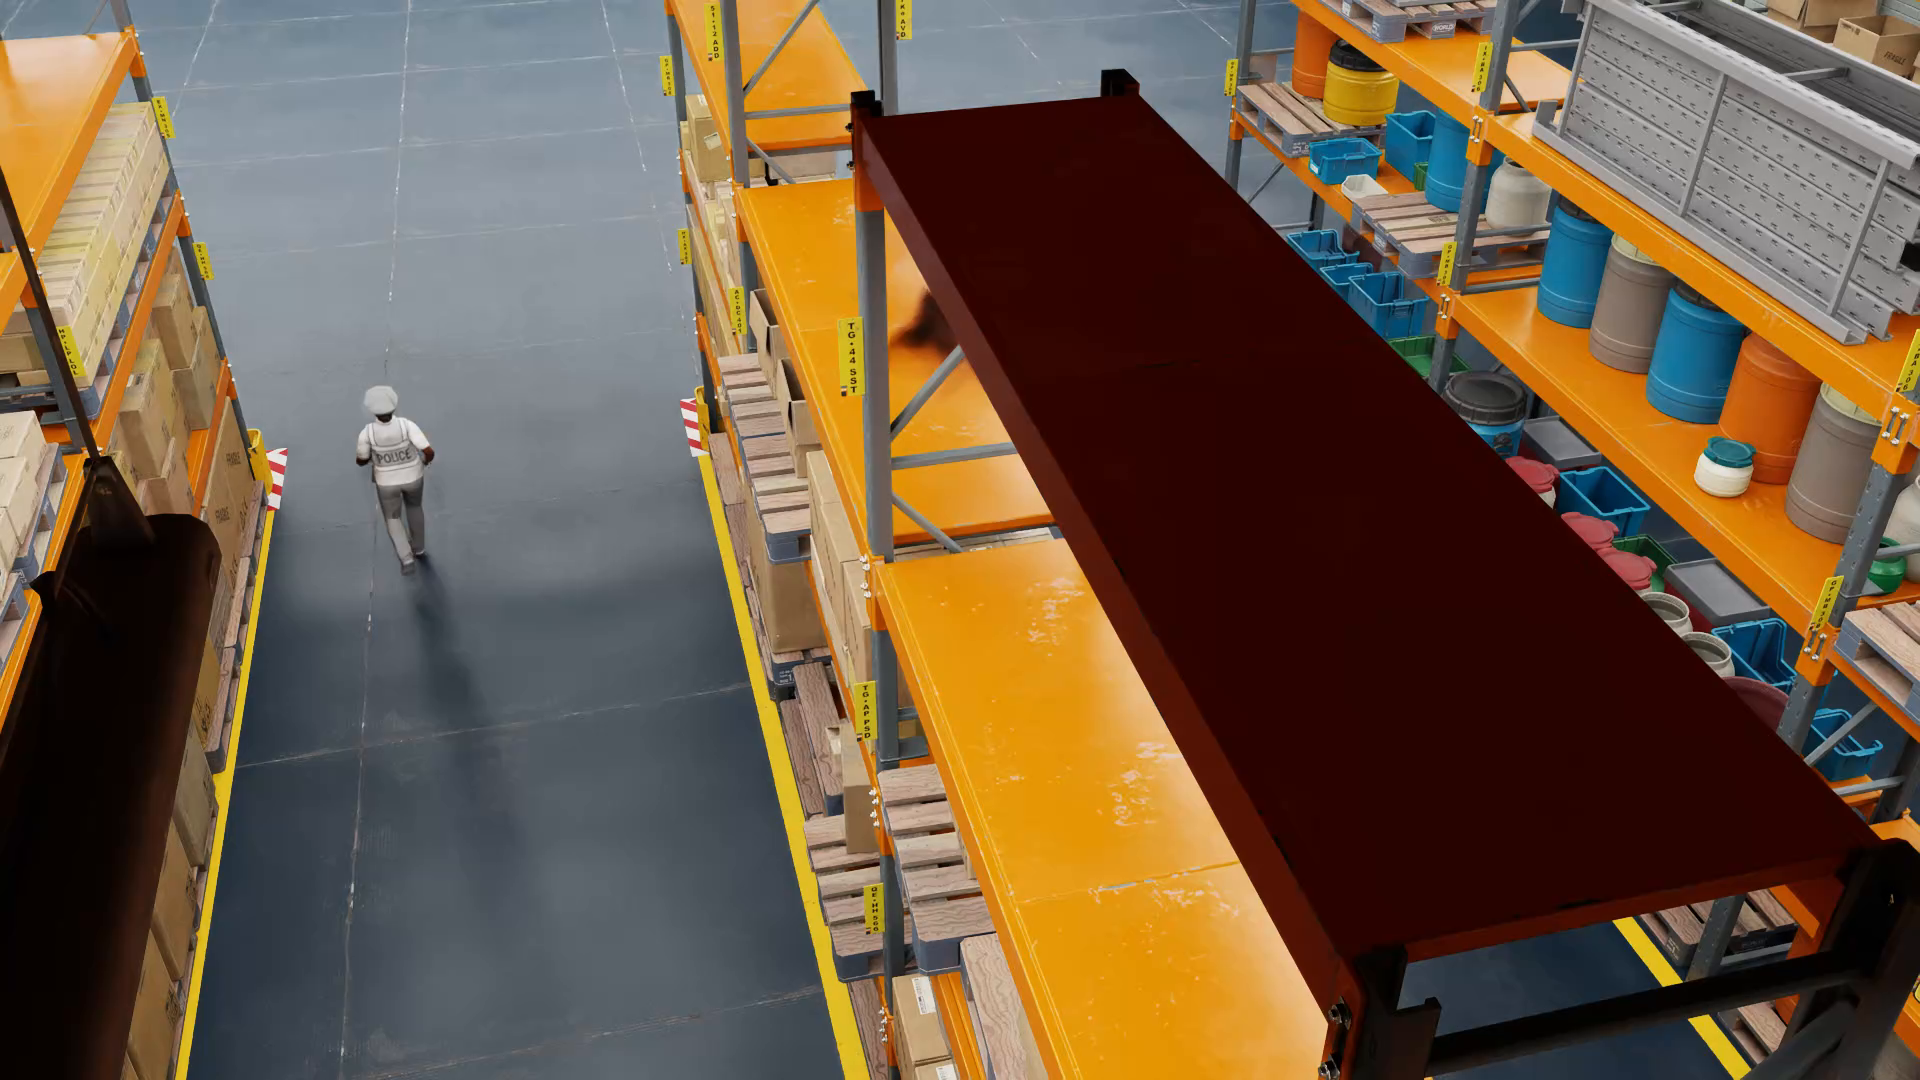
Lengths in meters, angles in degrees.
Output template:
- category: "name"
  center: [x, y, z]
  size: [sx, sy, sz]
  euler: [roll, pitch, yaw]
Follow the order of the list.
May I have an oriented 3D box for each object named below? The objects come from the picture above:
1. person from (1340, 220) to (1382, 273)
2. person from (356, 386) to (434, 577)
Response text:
- category: "person"
  center: [4.010, -2.757, 16.590]
  size: [0.751, 1.732, 0.732]
  euler: [-24, 41, -31]
- category: "person"
  center: [-4.486, -0.485, 13.322]
  size: [0.588, 1.663, 0.815]
  euler: [-14, 37, -19]
